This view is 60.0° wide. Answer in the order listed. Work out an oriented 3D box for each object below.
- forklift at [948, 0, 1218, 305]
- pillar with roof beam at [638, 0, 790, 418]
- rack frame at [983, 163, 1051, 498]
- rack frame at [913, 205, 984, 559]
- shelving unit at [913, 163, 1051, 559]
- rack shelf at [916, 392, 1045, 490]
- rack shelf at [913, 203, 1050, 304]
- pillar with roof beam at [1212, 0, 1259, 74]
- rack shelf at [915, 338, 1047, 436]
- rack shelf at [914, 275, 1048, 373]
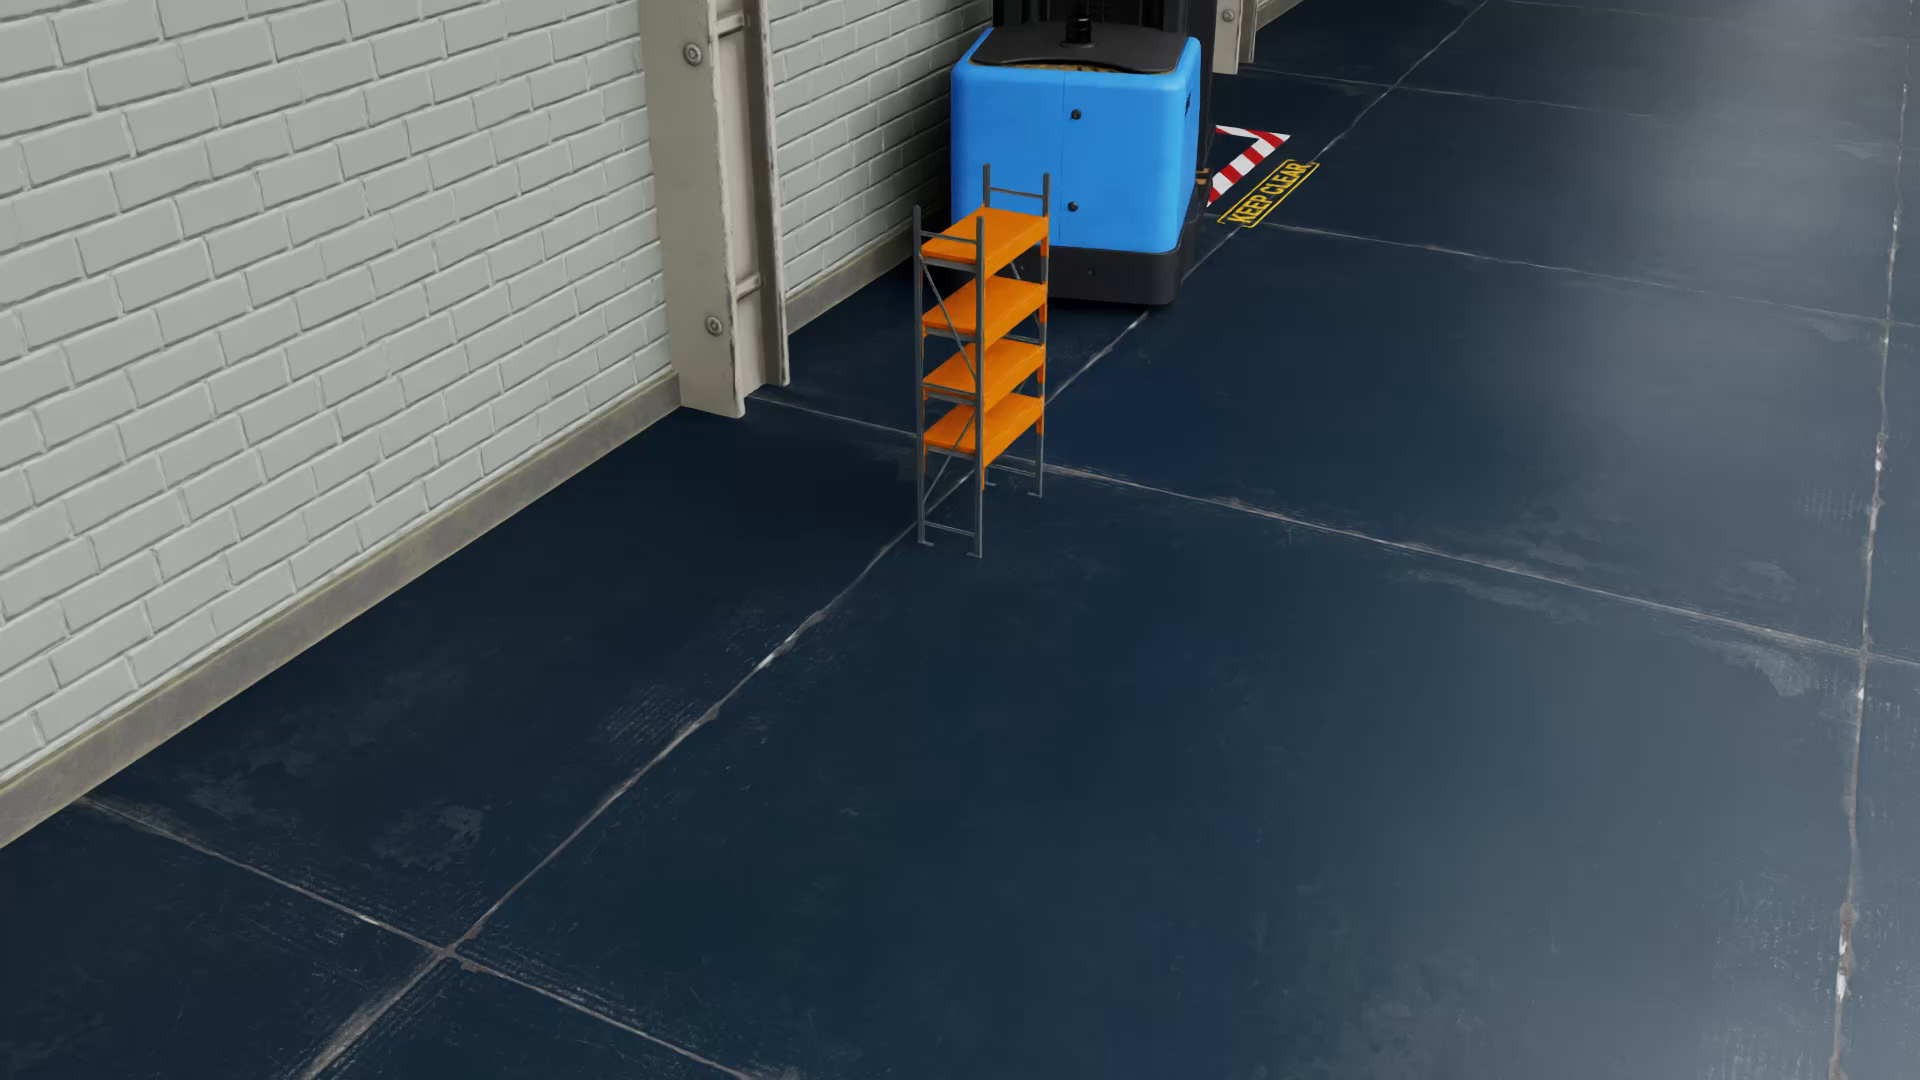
[{"bbox_3d":[0.752,-3.040,8.100,1.130,2.935,3.031,6,30,10],"label":"forklift"},{"bbox_3d":[2.906,-3.529,2.858,9.100,9.000,0.400,14,33,23],"label":"pillar with roof beam"},{"bbox_3d":[0.187,-0.702,5.767,0.240,1.200,0.015,14,33,23],"label":"rack frame"},{"bbox_3d":[-0.036,-0.486,5.391,0.240,1.200,0.015,14,33,23],"label":"rack frame"},{"bbox_3d":[0.075,-0.594,5.579,0.258,1.200,0.503,14,33,23],"label":"shelving unit"},{"bbox_3d":[0.075,-0.363,5.711,0.258,0.148,0.480,14,33,23],"label":"rack shelf"},{"bbox_3d":[0.075,-0.934,5.383,0.258,0.148,0.480,14,33,23],"label":"rack shelf"},{"bbox_3d":[5.639,-6.188,7.490,9.100,9.000,0.400,14,33,23],"label":"pillar with roof beam"},{"bbox_3d":[0.075,-0.535,5.612,0.258,0.148,0.480,14,33,23],"label":"rack shelf"},{"bbox_3d":[0.075,-0.729,5.501,0.258,0.148,0.480,14,33,23],"label":"rack shelf"}]
